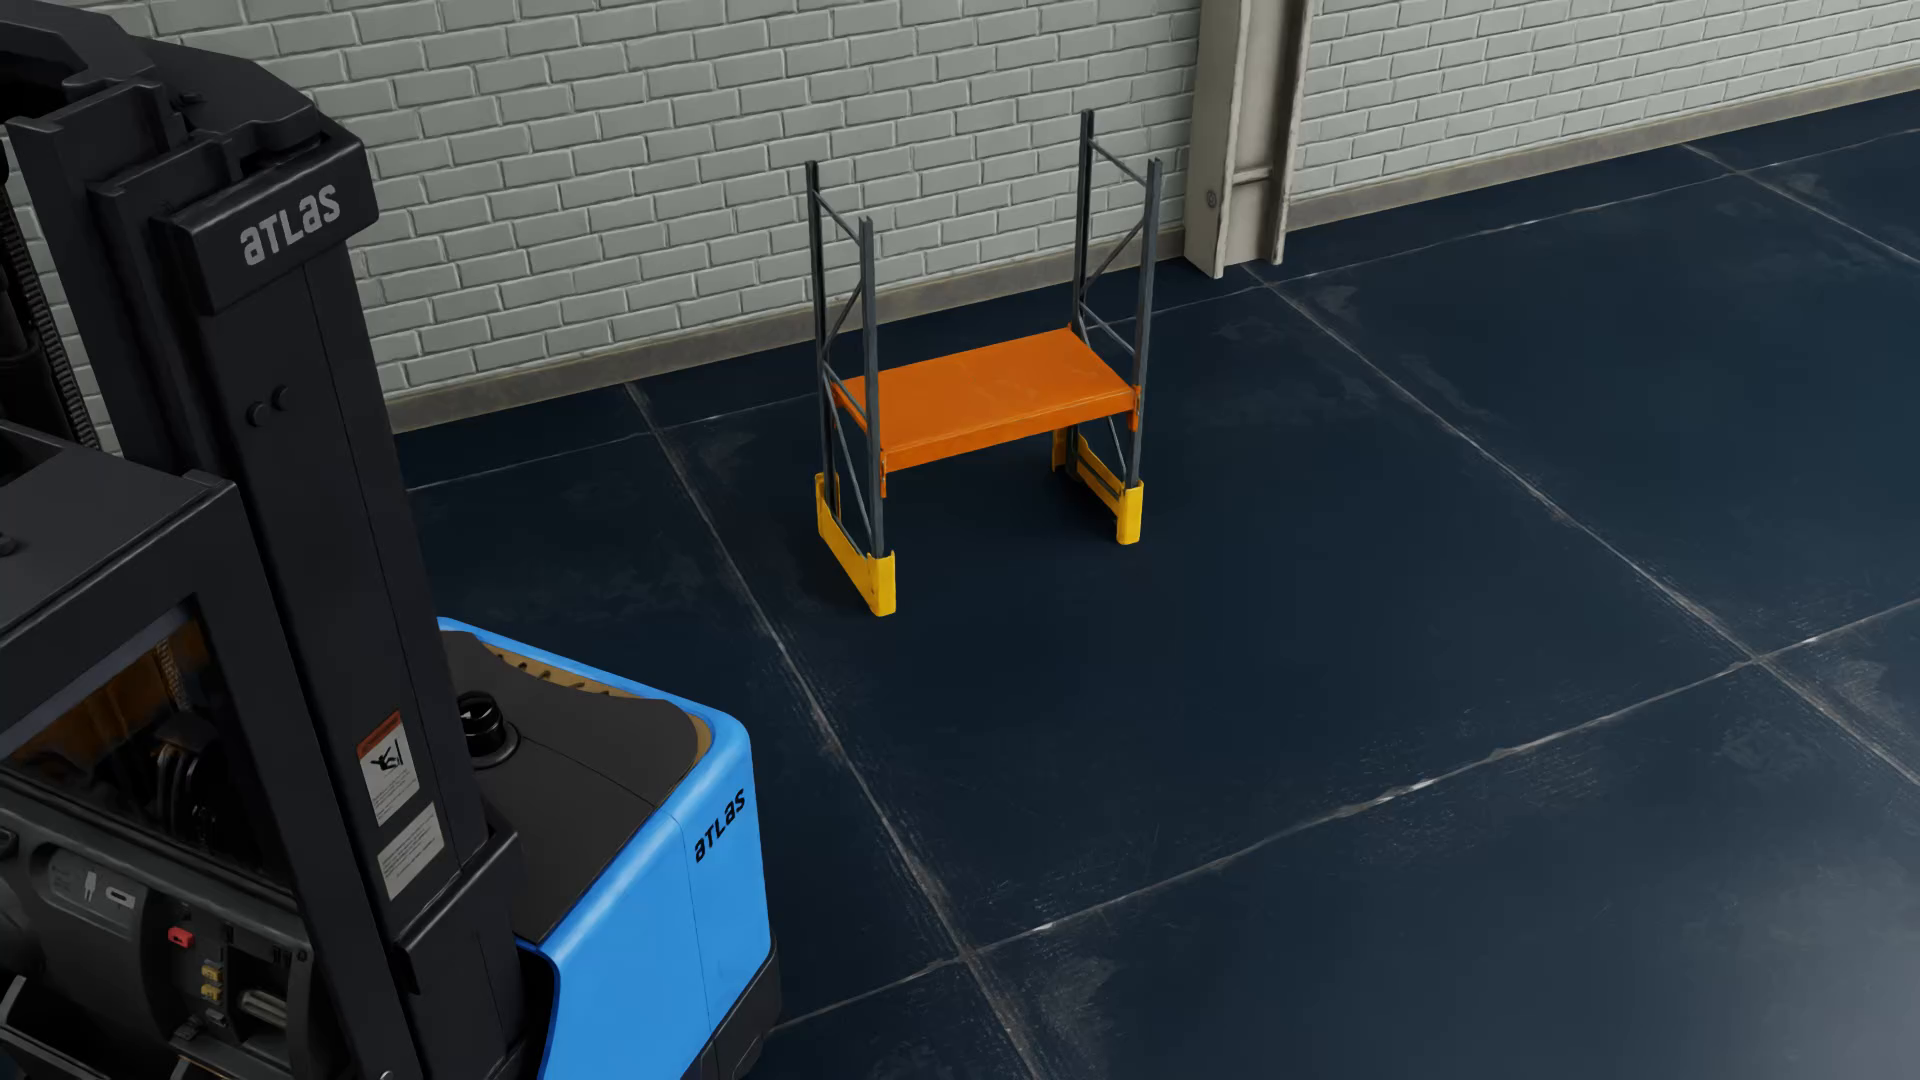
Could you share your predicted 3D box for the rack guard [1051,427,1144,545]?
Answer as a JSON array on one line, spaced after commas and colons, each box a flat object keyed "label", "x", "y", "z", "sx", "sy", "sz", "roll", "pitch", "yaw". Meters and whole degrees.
[{"label": "rack guard", "x": 0.520, "y": -0.246, "z": 6.371, "sx": 0.087, "sy": 0.250, "sz": 0.587, "roll": -16, "pitch": 39, "yaw": -20}]

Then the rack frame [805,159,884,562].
[{"label": "rack frame", "x": -0.383, "y": -0.495, "z": 5.659, "sx": 0.032, "sy": 1.500, "sz": 0.500, "roll": -16, "pitch": 39, "yaw": -20}]

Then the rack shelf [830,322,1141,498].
[{"label": "rack shelf", "x": 0.077, "y": -0.480, "z": 5.939, "sx": 1.000, "sy": 0.185, "sz": 0.538, "roll": -16, "pitch": 39, "yaw": -20}]

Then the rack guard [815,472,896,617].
[{"label": "rack guard", "x": -0.382, "y": 0.006, "z": 6.032, "sx": 0.087, "sy": 0.250, "sz": 0.587, "roll": -16, "pitch": 39, "yaw": -20}]

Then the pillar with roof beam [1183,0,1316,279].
[{"label": "pillar with roof beam", "x": 3.150, "y": -2.669, "z": 2.294, "sx": 0.400, "sy": 9.000, "sz": 9.100, "roll": -16, "pitch": 39, "yaw": -20}]

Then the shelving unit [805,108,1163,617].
[{"label": "shelving unit", "x": 0.069, "y": -0.622, "z": 5.829, "sx": 1.083, "sy": 1.500, "sz": 0.587, "roll": -16, "pitch": 39, "yaw": -20}]

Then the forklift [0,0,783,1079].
[{"label": "forklift", "x": -1.566, "y": 0.774, "z": 2.746, "sx": 1.130, "sy": 2.935, "sz": 3.031, "roll": 16, "pitch": 39, "yaw": 20}]

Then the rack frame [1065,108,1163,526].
[{"label": "rack frame", "x": 0.537, "y": -0.753, "z": 6.006, "sx": 0.032, "sy": 1.500, "sz": 0.500, "roll": -16, "pitch": 39, "yaw": -20}]
